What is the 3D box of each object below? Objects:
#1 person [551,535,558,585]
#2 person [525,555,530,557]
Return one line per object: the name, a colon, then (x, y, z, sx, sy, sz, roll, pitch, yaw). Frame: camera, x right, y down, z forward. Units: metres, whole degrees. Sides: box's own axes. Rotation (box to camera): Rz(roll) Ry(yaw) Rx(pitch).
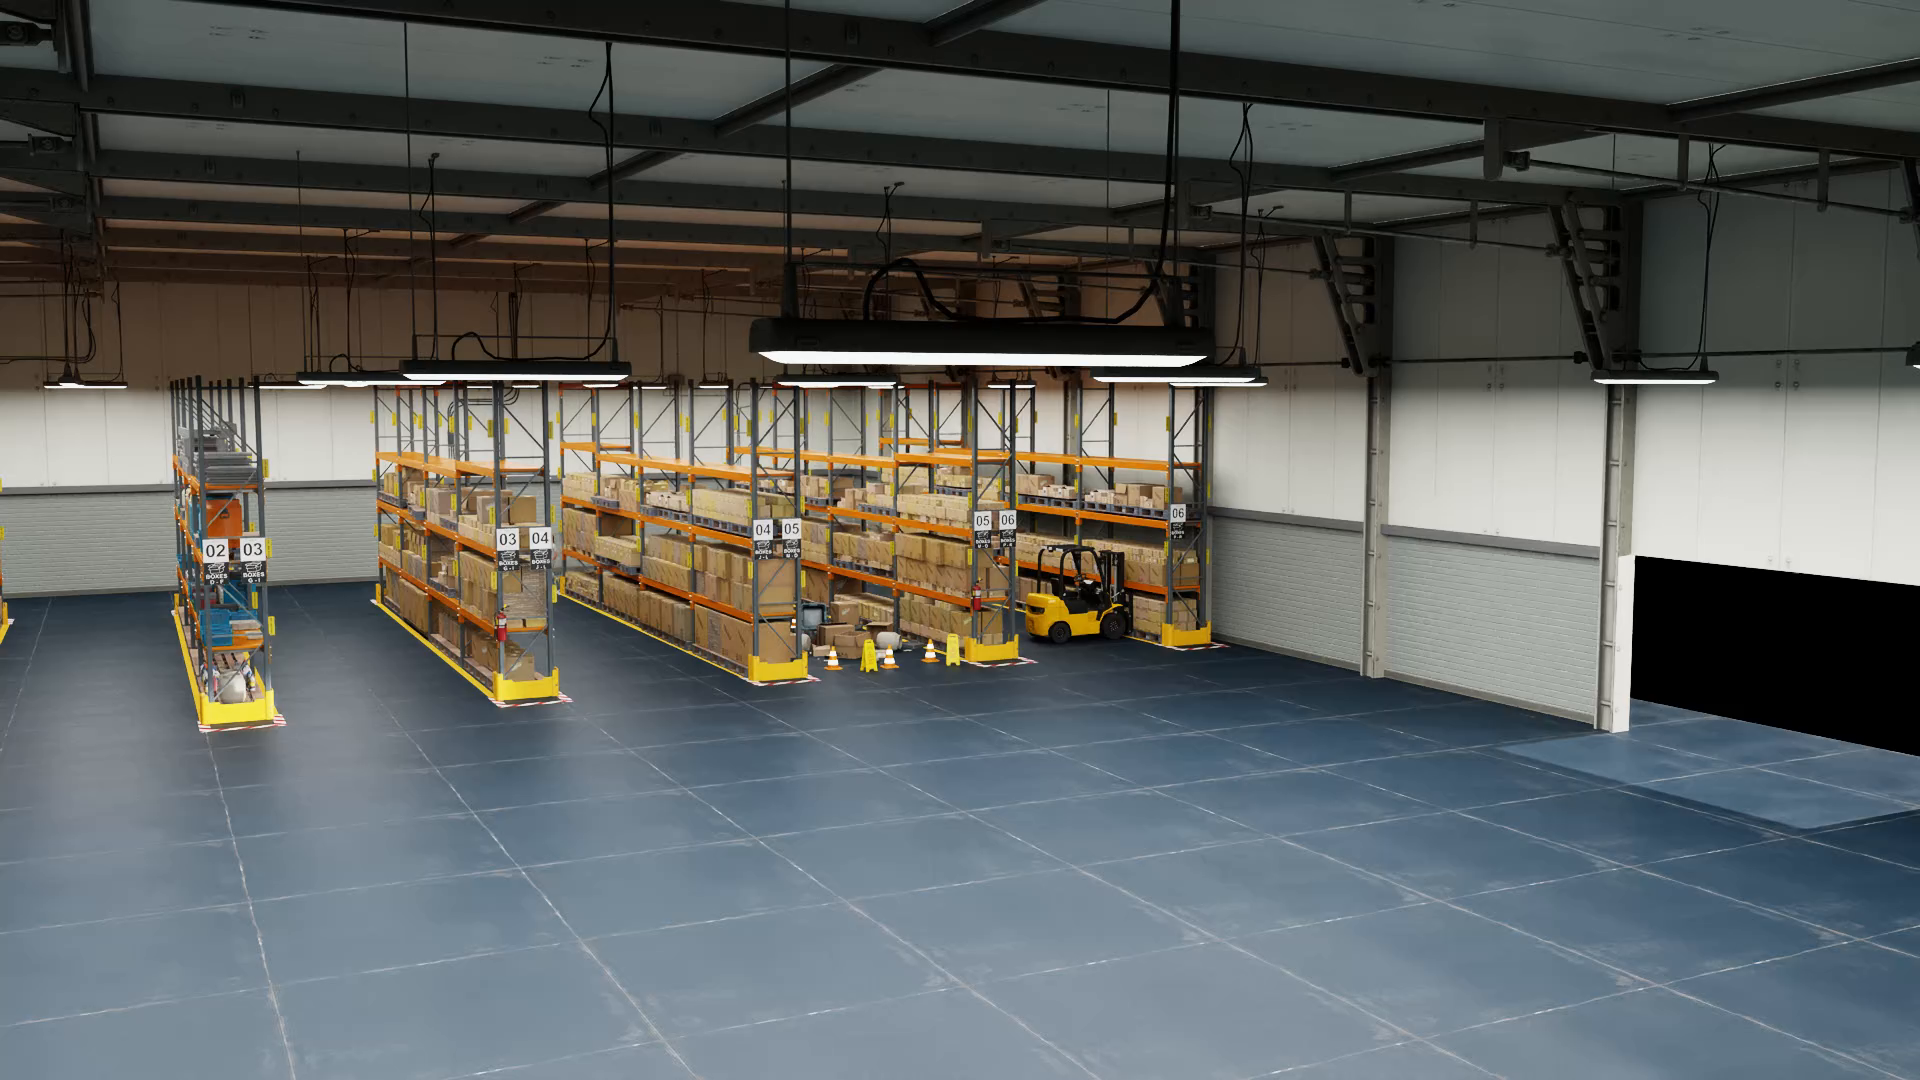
person: (-11.918, 0.637, 48.192, 0.531, 1.610, 0.620, -4, 6, -35)
person: (-12.109, 0.777, 45.972, 0.715, 1.760, 0.634, -2, 5, -17)
